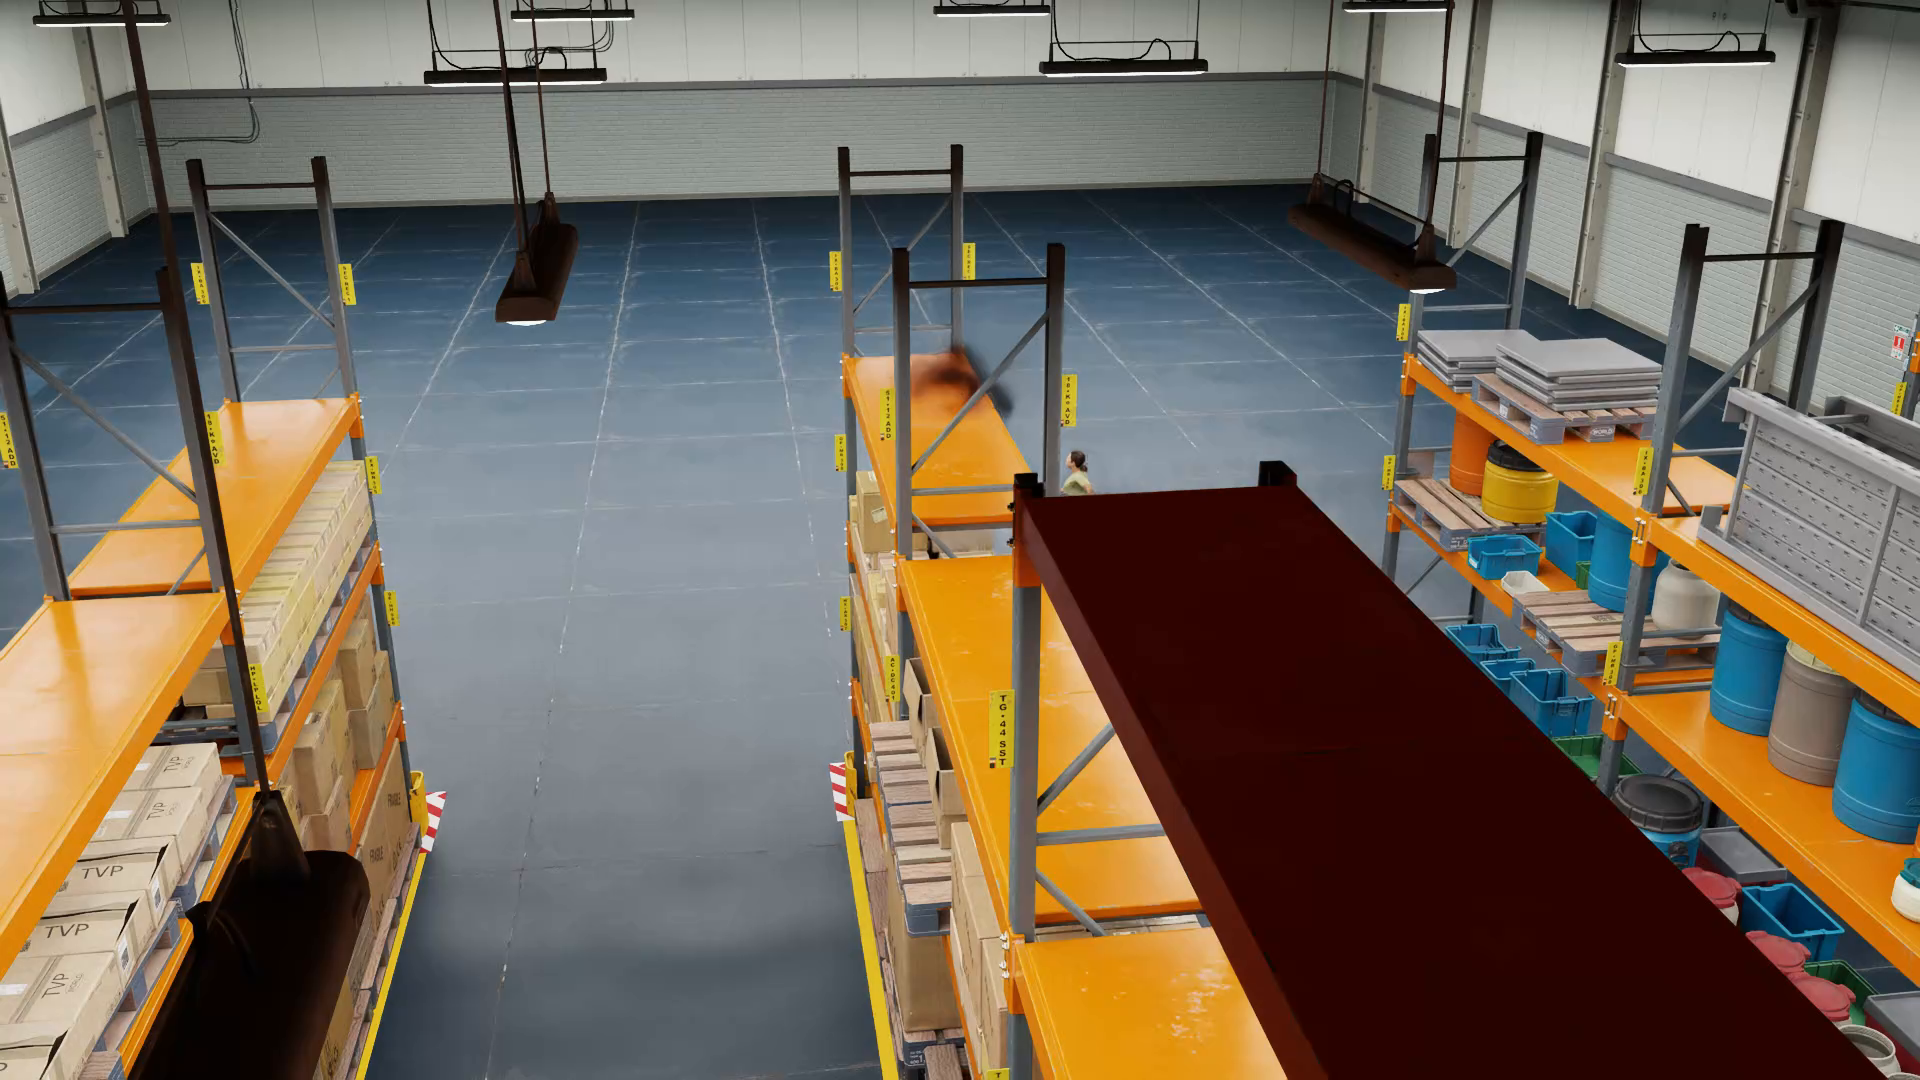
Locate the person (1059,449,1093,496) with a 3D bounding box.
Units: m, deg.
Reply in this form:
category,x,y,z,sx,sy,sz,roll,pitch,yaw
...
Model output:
category,x,y,z,sx,sy,sz,roll,pitch,yaw
person,1.453,-0.261,20.045,0.857,1.697,0.581,7,23,18
